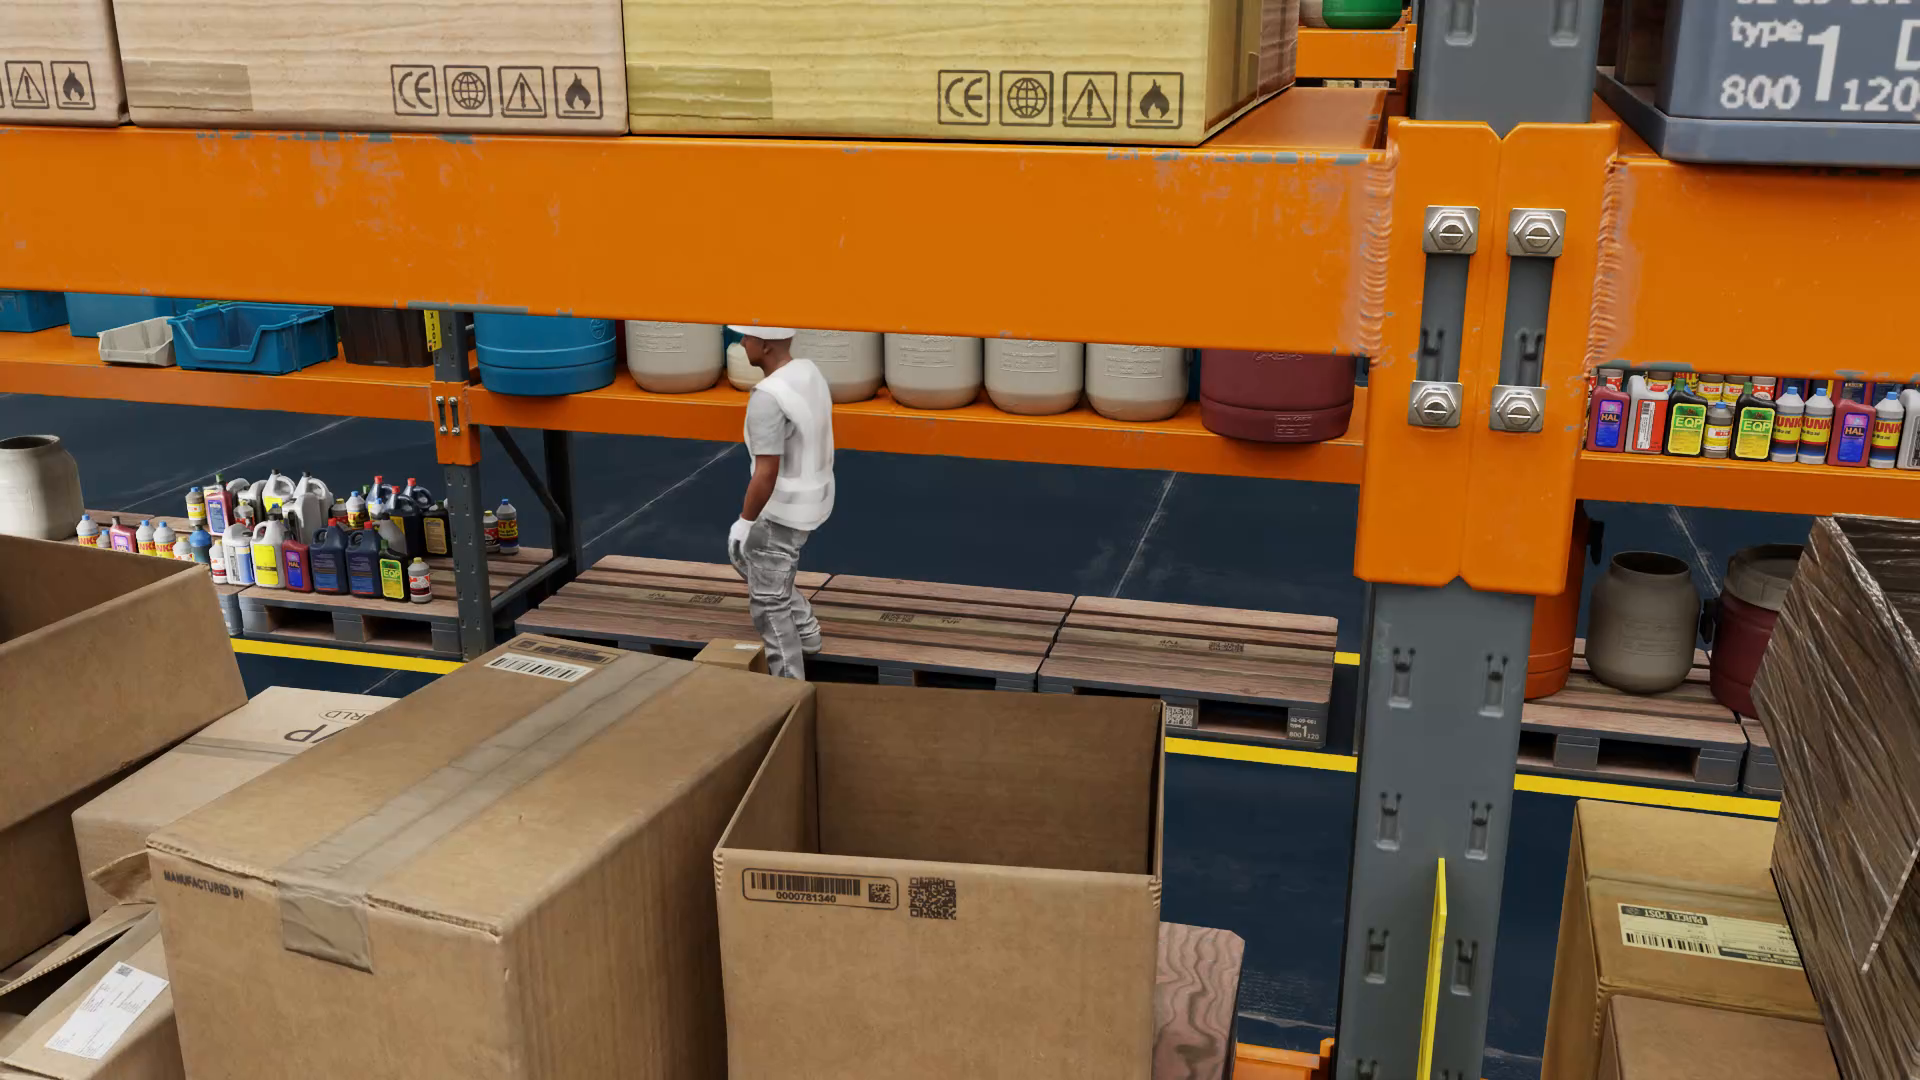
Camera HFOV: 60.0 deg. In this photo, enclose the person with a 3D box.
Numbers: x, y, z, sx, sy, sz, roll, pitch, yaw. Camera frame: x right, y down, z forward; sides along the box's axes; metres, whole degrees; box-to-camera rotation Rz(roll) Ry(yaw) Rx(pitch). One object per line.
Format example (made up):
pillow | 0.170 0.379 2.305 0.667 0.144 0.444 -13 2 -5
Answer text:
person | -0.788 -0.127 6.912 0.524 1.784 0.617 5 19 14
